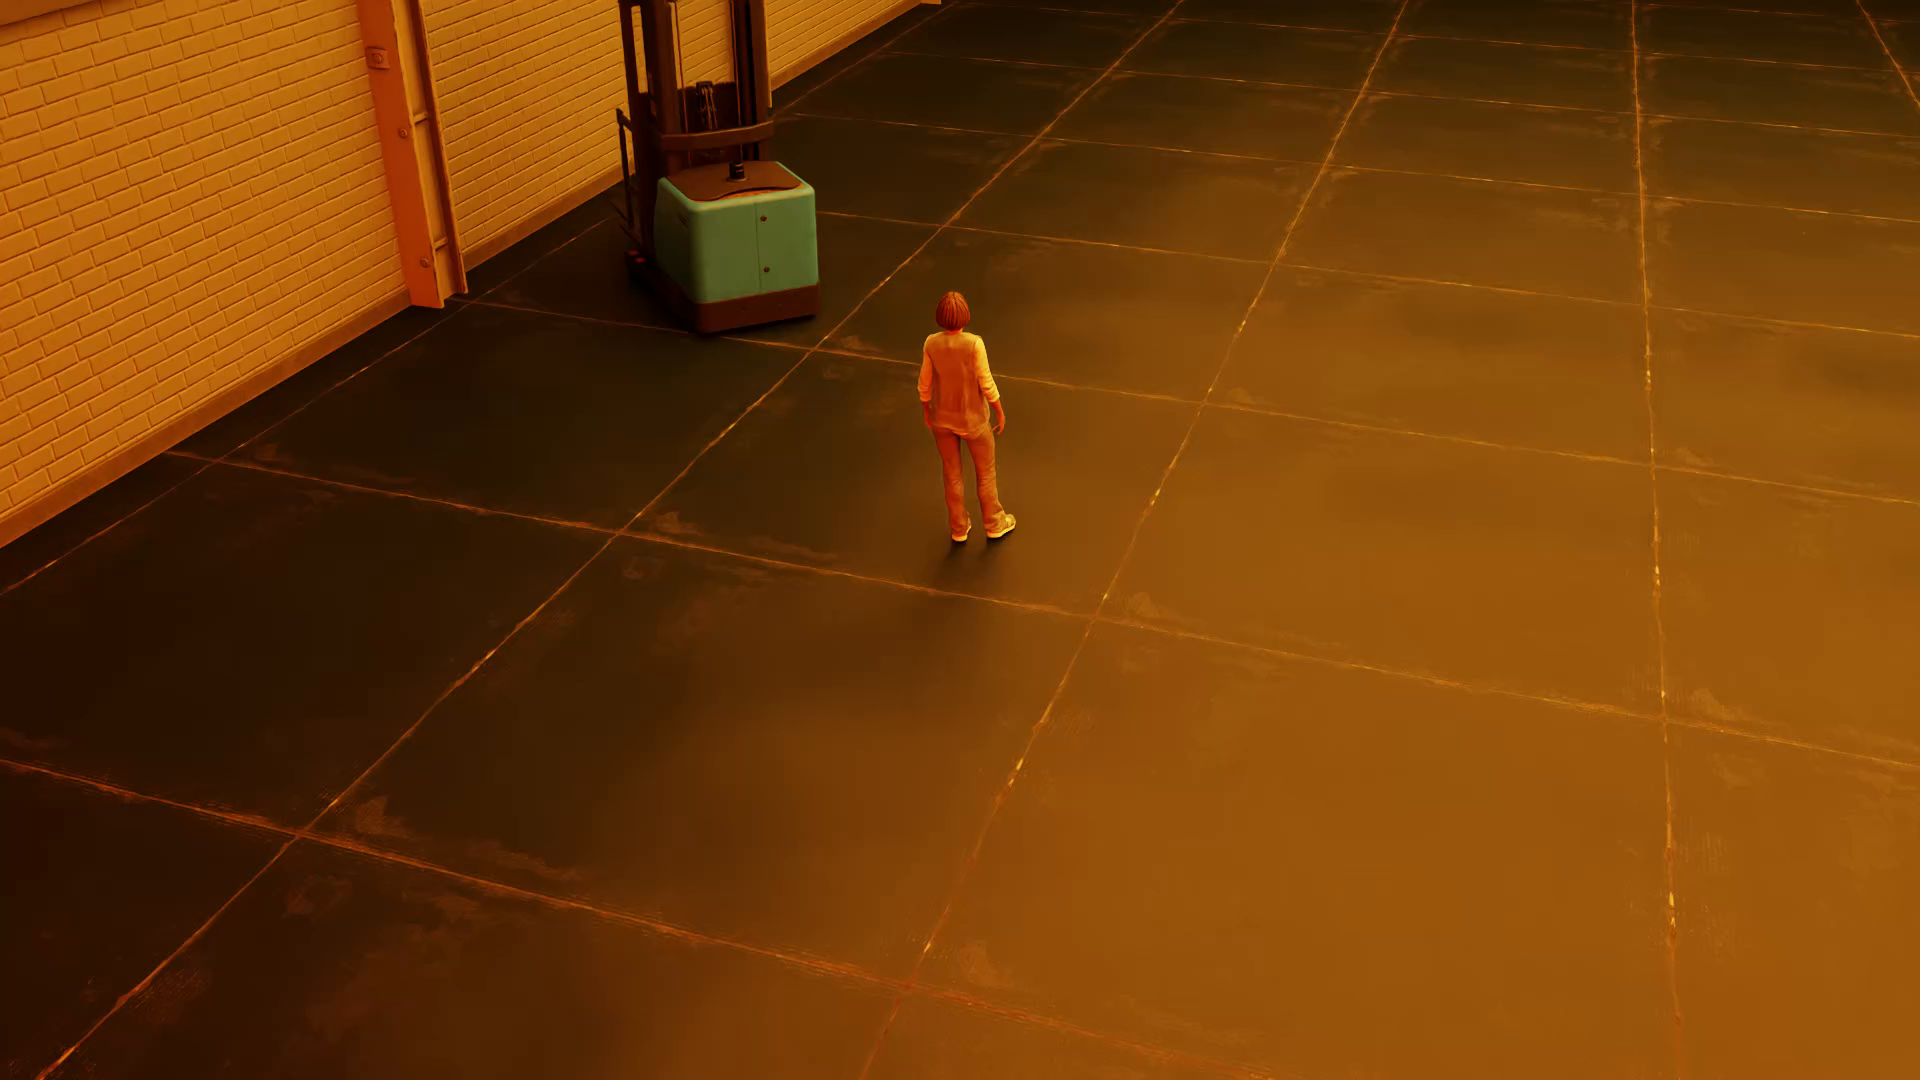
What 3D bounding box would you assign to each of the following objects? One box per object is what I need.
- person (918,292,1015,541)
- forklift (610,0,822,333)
[{"bbox_3d":[0.037,-0.732,9.753,0.520,1.597,0.475,10,31,16],"label":"person"},{"bbox_3d":[-2.195,-3.565,13.390,1.130,2.935,3.031,-14,32,-23],"label":"forklift"}]
